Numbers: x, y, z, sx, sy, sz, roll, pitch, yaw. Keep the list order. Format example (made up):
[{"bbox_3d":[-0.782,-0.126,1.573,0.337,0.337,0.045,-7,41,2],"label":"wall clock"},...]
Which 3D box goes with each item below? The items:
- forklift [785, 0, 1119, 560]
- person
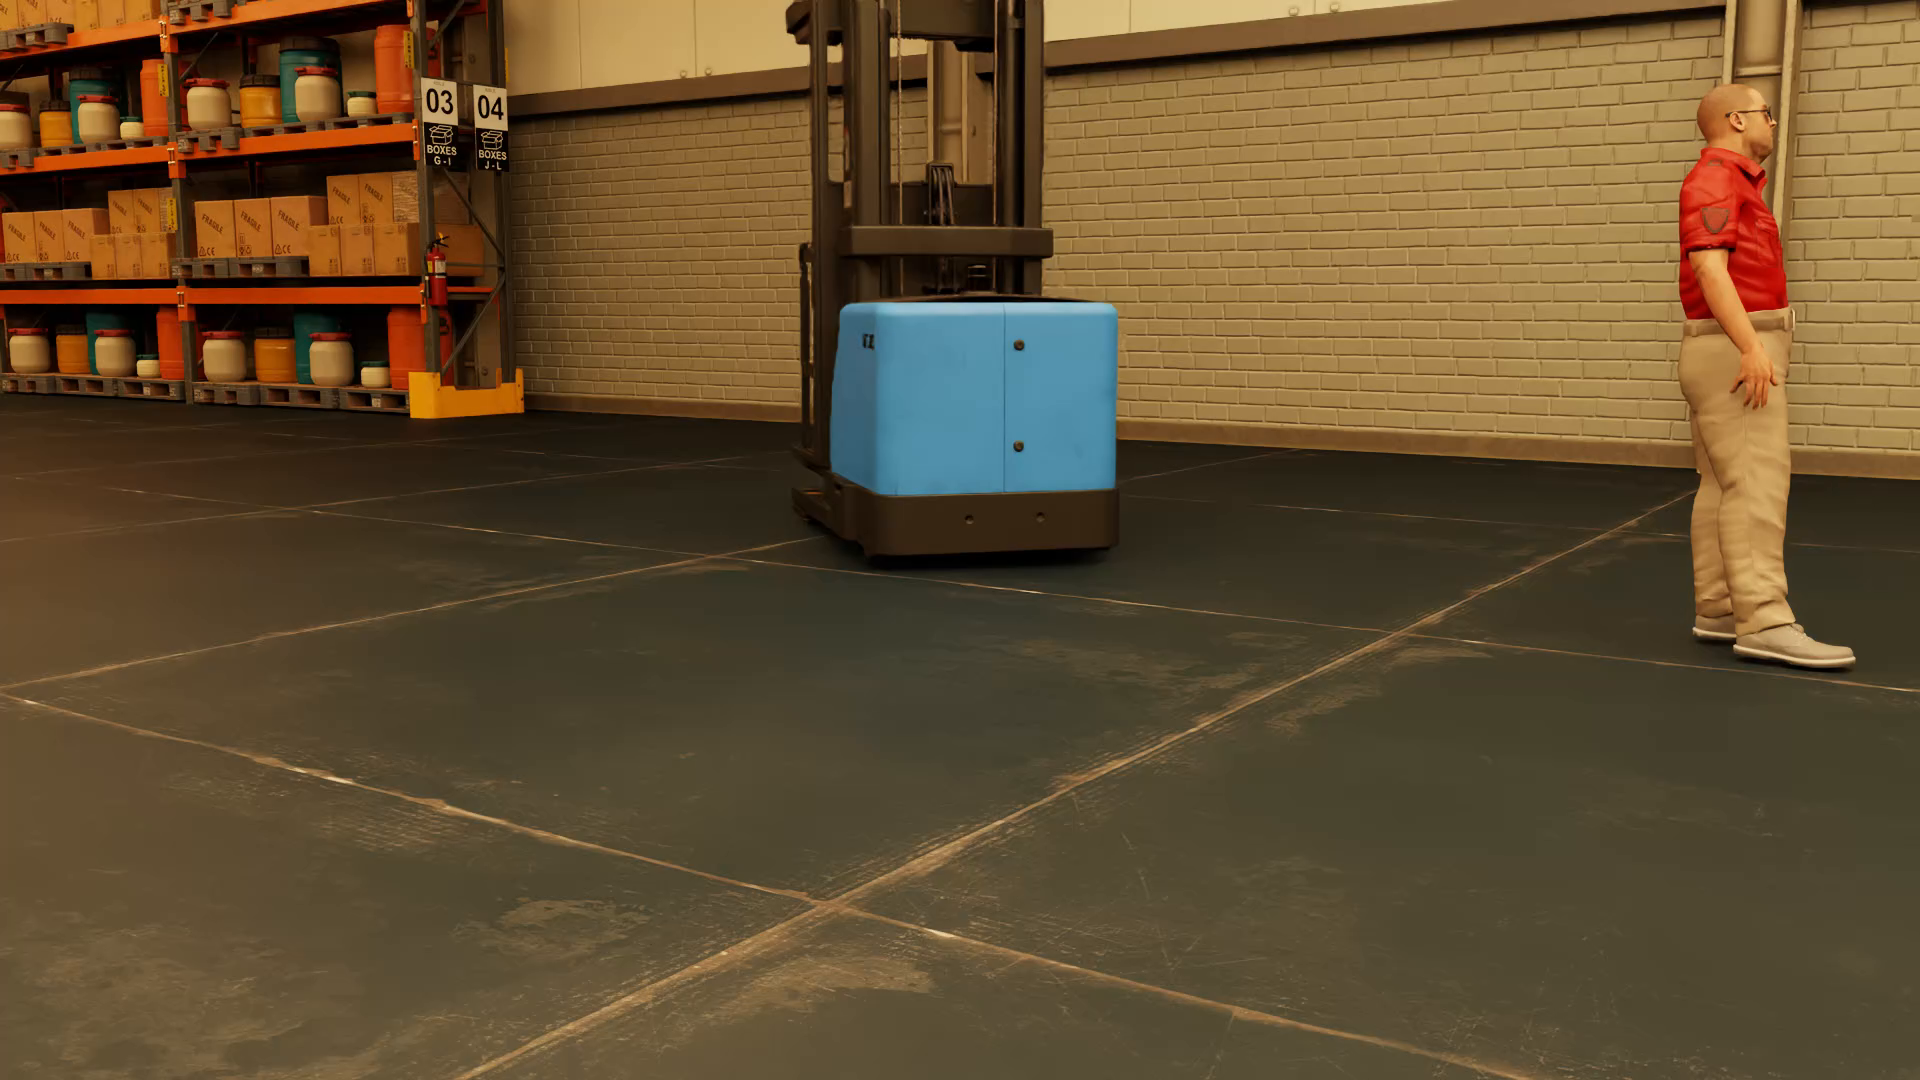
[{"bbox_3d":[-0.219,-1.538,8.010,1.130,2.935,3.031,-2,8,-15],"label":"forklift"},{"bbox_3d":[2.478,-0.527,5.110,0.551,1.727,0.640,3,9,23],"label":"person"}]
